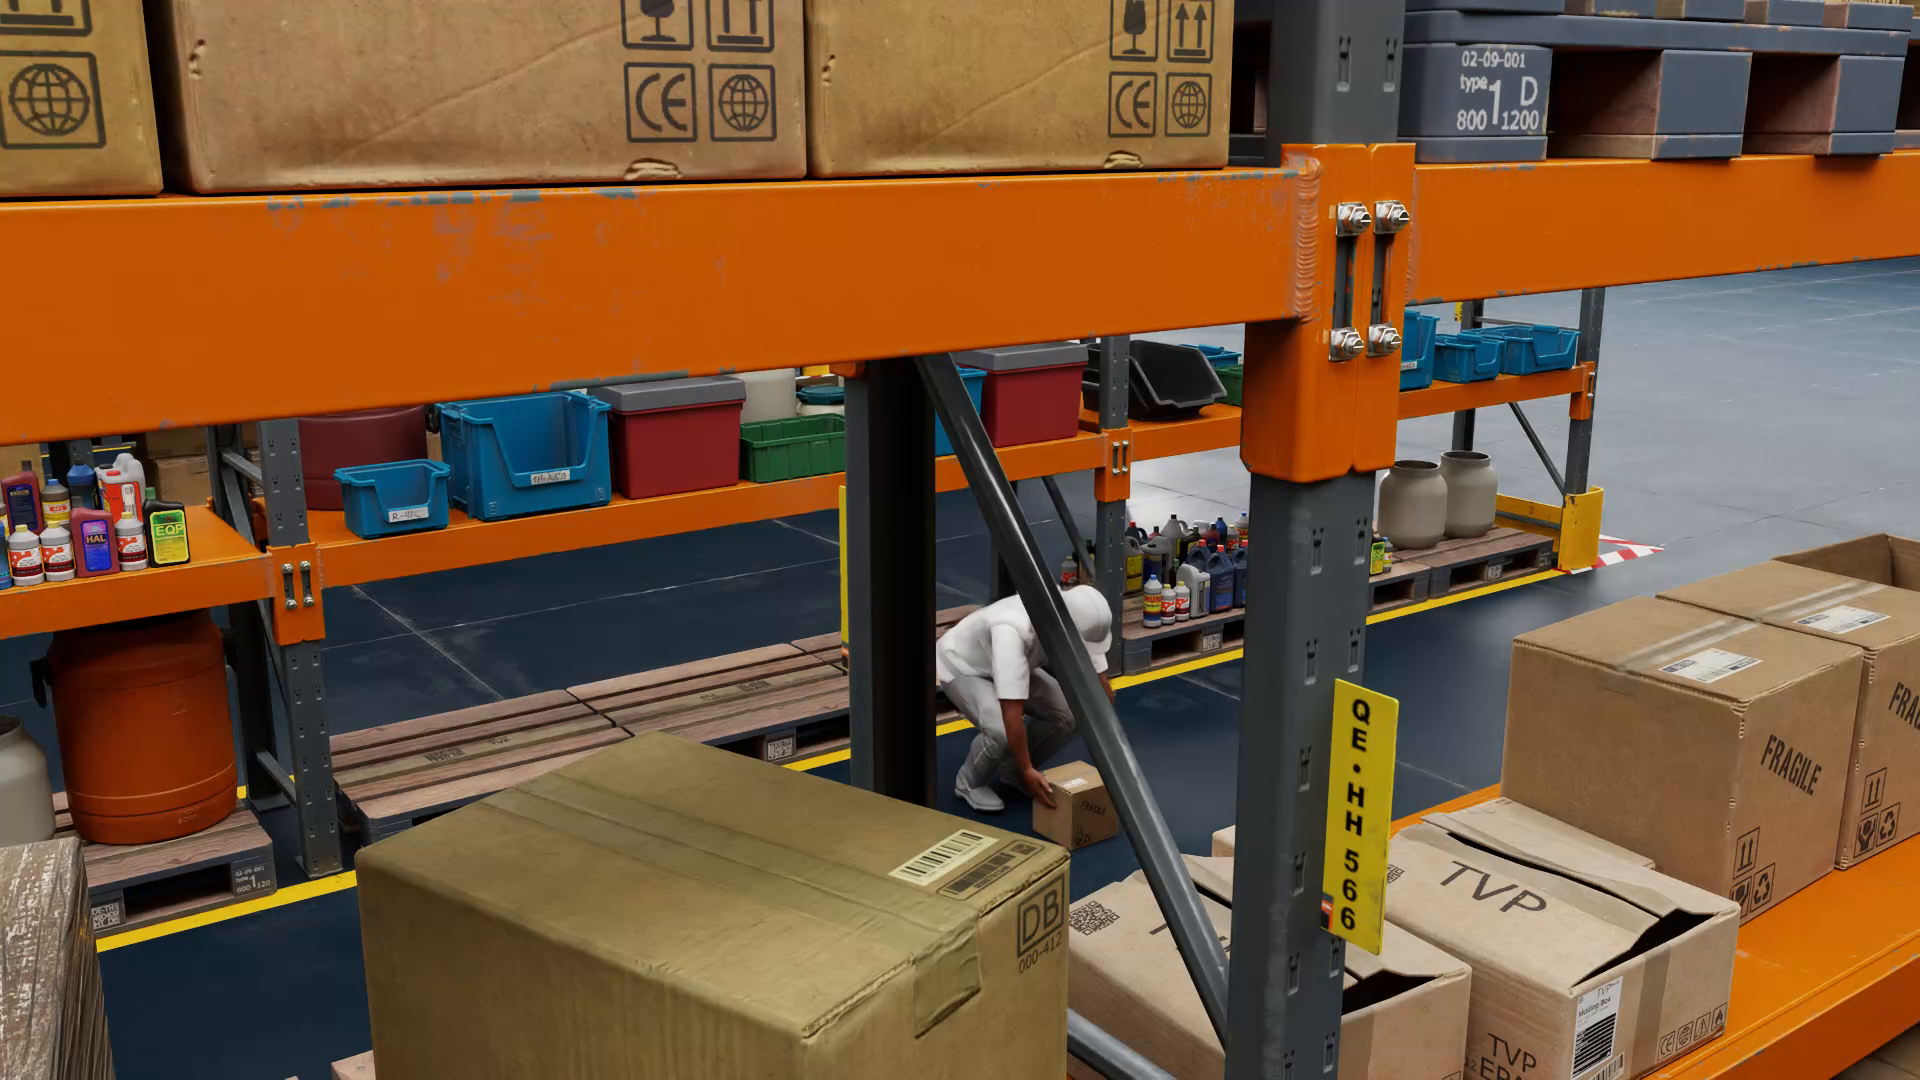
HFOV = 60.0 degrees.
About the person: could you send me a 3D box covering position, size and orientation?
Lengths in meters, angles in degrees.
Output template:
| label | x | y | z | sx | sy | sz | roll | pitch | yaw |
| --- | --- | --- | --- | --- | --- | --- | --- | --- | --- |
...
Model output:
| label | x | y | z | sx | sy | sz | roll | pitch | yaw |
| --- | --- | --- | --- | --- | --- | --- | --- | --- | --- |
| person | 0.291 | 0.623 | 7.003 | 0.593 | 1.039 | 0.884 | -10 | 18 | -35 |
